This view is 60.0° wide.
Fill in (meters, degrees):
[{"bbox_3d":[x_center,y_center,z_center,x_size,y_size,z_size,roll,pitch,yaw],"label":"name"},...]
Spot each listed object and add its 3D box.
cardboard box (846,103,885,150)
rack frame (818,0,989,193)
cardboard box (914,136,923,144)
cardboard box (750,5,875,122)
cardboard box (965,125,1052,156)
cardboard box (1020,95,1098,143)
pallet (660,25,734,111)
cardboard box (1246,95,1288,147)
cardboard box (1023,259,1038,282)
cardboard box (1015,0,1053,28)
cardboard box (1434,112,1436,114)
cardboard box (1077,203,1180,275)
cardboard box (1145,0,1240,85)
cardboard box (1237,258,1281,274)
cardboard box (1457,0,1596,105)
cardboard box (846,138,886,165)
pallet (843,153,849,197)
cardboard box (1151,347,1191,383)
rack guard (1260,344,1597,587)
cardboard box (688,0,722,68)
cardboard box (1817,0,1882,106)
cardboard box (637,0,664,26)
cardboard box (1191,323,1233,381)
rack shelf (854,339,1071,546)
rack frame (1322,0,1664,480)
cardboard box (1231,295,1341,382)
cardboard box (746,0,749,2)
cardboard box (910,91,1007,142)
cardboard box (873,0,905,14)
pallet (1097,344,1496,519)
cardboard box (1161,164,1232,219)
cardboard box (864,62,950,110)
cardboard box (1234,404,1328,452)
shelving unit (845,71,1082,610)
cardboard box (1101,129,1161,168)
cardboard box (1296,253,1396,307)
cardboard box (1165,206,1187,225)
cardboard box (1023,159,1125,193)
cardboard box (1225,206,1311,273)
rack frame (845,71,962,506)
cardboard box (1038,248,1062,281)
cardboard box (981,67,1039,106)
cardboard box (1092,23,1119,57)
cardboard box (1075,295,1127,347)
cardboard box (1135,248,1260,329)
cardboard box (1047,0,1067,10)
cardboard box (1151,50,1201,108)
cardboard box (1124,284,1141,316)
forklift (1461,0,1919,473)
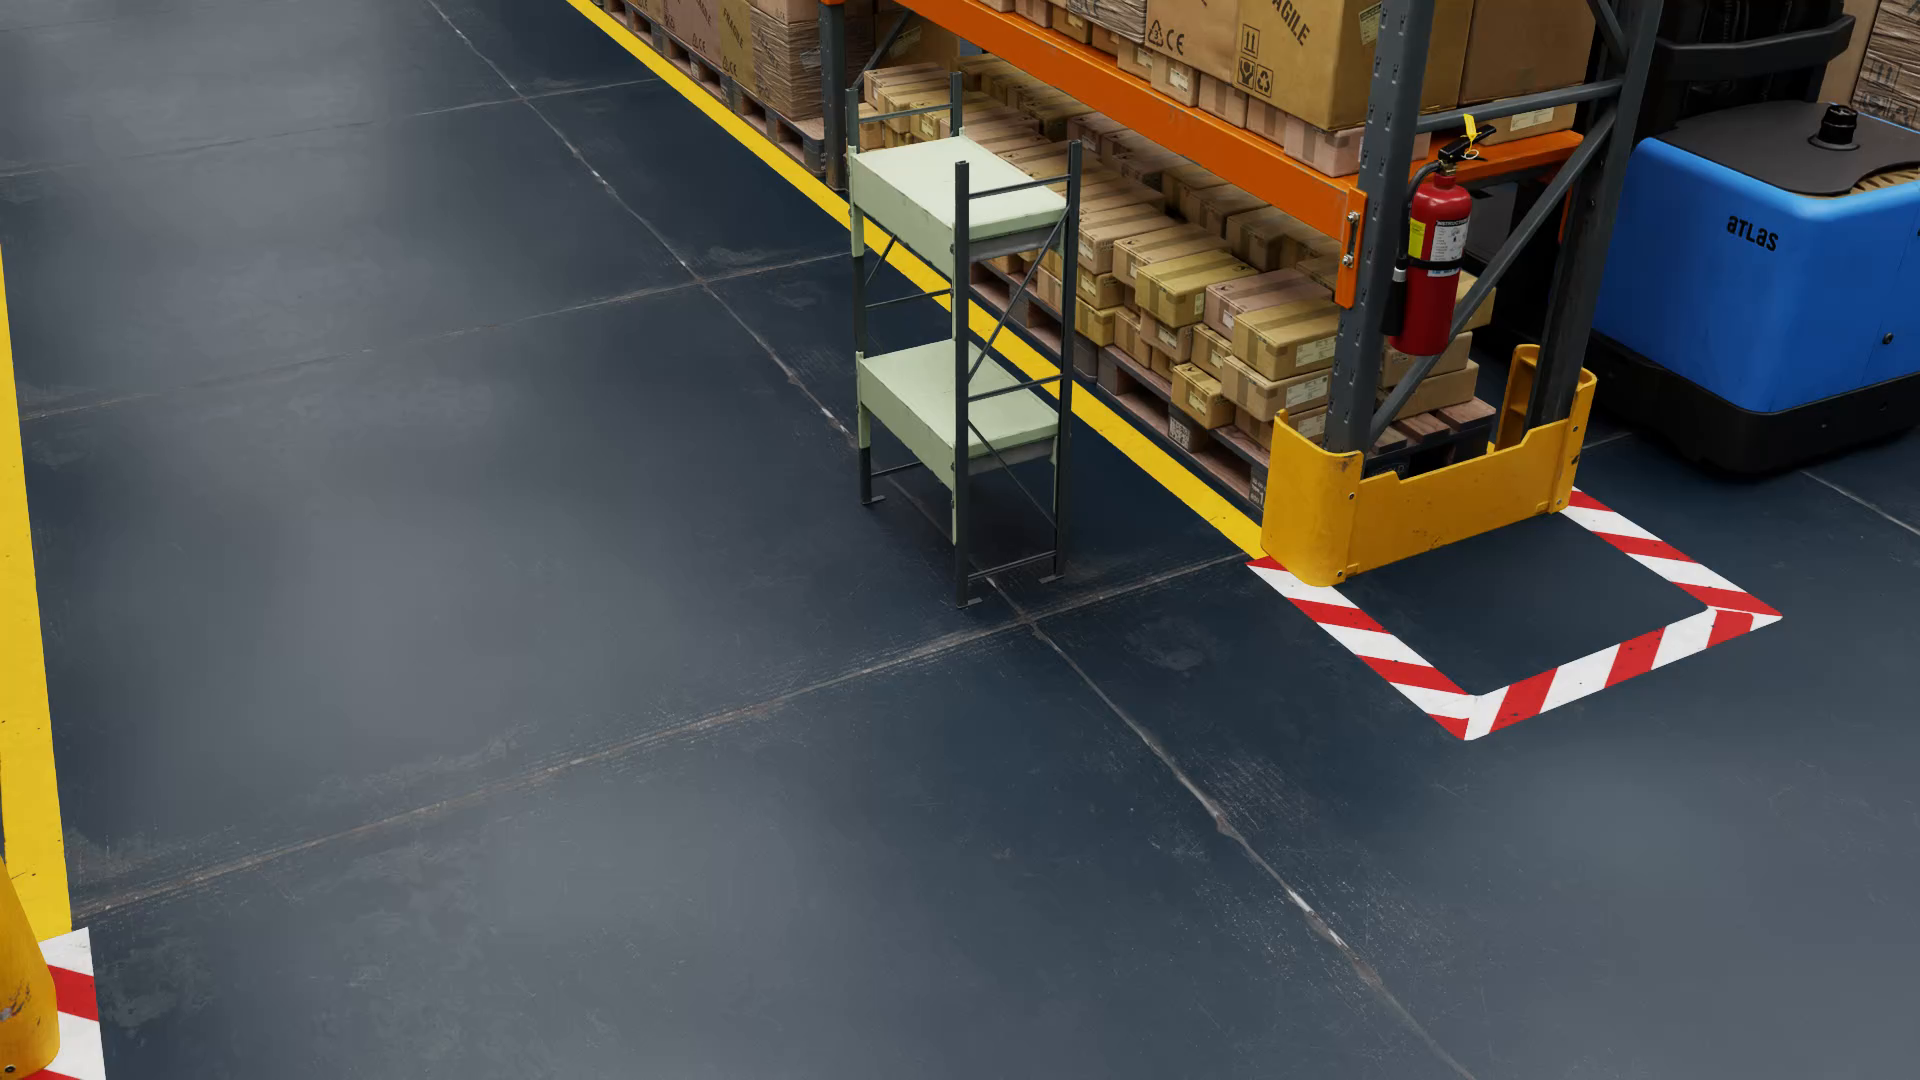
[{"bbox_3d":[-0.337,-2.043,8.137,0.380,0.149,0.250,-14,35,-21],"label":"cardboard box"},{"bbox_3d":[-0.223,-3.195,7.957,1.000,3.000,0.127,-16,36,-23],"label":"rack frame"},{"bbox_3d":[0.006,-1.838,7.816,0.380,0.149,0.250,-16,36,-23],"label":"cardboard box"},{"bbox_3d":[-0.791,-2.609,8.970,0.500,0.500,0.500,-17,36,-24],"label":"cardboard box"},{"bbox_3d":[0.180,-1.690,7.310,0.380,0.149,0.250,-15,36,-22],"label":"cardboard box"},{"bbox_3d":[0.502,-1.945,7.708,0.380,0.149,0.250,-15,35,-22],"label":"cardboard box"},{"bbox_3d":[-1.160,-2.975,10.198,1.003,0.211,1.213,-16,36,-23],"label":"pallet"},{"bbox_3d":[1.157,-1.393,5.377,0.380,0.149,0.250,-16,36,-23],"label":"cardboard box"},{"bbox_3d":[0.493,-1.202,7.099,0.380,0.149,0.250,-15,36,-22],"label":"cardboard box"},{"bbox_3d":[0.442,-2.140,6.542,0.380,0.149,0.250,-14,35,-21],"label":"cardboard box"},{"bbox_3d":[1.625,-1.529,5.588,0.380,0.149,0.250,-15,35,-21],"label":"cardboard box"},{"bbox_3d":[0.632,-1.182,6.516,0.380,0.149,0.250,-15,35,-21],"label":"cardboard box"},{"bbox_3d":[0.969,-1.851,5.489,0.500,0.500,0.500,-16,36,-24],"label":"cardboard box"},{"bbox_3d":[1.331,-1.092,6.651,0.380,0.149,0.250,-15,35,-22],"label":"cardboard box"},{"bbox_3d":[1.677,-1.737,5.313,0.500,0.500,0.500,-14,35,-21],"label":"cardboard box"},{"bbox_3d":[-0.338,-1.917,8.215,0.380,0.149,0.250,-18,37,-25],"label":"cardboard box"},{"bbox_3d":[0.121,-1.710,8.223,1.003,0.211,1.213,-16,36,-23],"label":"pallet"},{"bbox_3d":[0.955,-0.707,6.326,0.380,0.149,0.250,-16,36,-23],"label":"cardboard box"},{"bbox_3d":[1.606,-0.270,5.708,1.175,0.500,0.348,-16,36,-23],"label":"rack guard"},{"bbox_3d":[-1.265,-3.100,9.736,0.500,0.500,0.500,-17,36,-24],"label":"cardboard box"},{"bbox_3d":[4.868,-2.912,9.095,0.875,0.875,0.875,-16,36,-23],"label":"cardboard box"},{"bbox_3d":[-1.747,-3.588,10.497,0.500,0.500,0.500,-15,36,-23],"label":"cardboard box"},{"bbox_3d":[1.069,-0.706,6.050,0.380,0.149,0.250,-17,36,-24],"label":"cardboard box"},{"bbox_3d":[-0.003,-0.360,5.526,0.431,0.370,0.720,-16,36,-23],"label":"rack shelf"},{"bbox_3d":[1.642,-1.286,4.977,1.000,3.000,0.127,-16,36,-23],"label":"rack frame"},{"bbox_3d":[1.171,-0.702,5.767,0.380,0.149,0.250,-15,36,-23],"label":"cardboard box"},{"bbox_3d":[-1.022,-3.176,9.159,0.500,0.250,0.500,-14,35,-21],"label":"cardboard box"},{"bbox_3d":[-0.008,-1.951,7.717,0.380,0.149,0.250,-16,36,-24],"label":"cardboard box"},{"bbox_3d":[-0.334,-3.054,8.970,0.500,0.250,0.500,-18,37,-25],"label":"cardboard box"},{"bbox_3d":[1.259,-0.545,6.405,1.003,0.211,1.213,-16,36,-23],"label":"pallet"},{"bbox_3d":[1.067,-1.472,6.969,0.380,0.149,0.250,-15,36,-22],"label":"cardboard box"},{"bbox_3d":[-0.246,-2.206,8.114,0.380,0.149,0.250,-14,35,-21],"label":"cardboard box"},{"bbox_3d":[1.212,-0.462,5.943,0.380,0.149,0.250,-15,36,-22],"label":"cardboard box"},{"bbox_3d":[-0.003,-0.635,5.350,0.431,1.500,0.755,-16,36,-23],"label":"shelving unit"},{"bbox_3d":[0.846,-1.714,7.347,0.380,0.149,0.250,-17,36,-25],"label":"cardboard box"},{"bbox_3d":[1.463,-0.950,6.154,0.380,0.149,0.250,-15,36,-22],"label":"cardboard box"},{"bbox_3d":[0.960,-1.314,6.997,0.380,0.149,0.250,-14,35,-21],"label":"cardboard box"},{"bbox_3d":[0.460,-1.453,6.940,0.380,0.149,0.250,-16,36,-23],"label":"cardboard box"},{"bbox_3d":[1.270,-1.200,6.545,0.380,0.149,0.250,-18,37,-25],"label":"cardboard box"},{"bbox_3d":[-0.174,-0.809,5.623,0.400,1.500,0.023,-16,36,-23],"label":"rack frame"},{"bbox_3d":[0.543,-1.187,6.799,0.380,0.149,0.250,-14,35,-21],"label":"cardboard box"},{"bbox_3d":[0.327,-2.206,8.115,0.380,0.149,0.250,-15,36,-23],"label":"cardboard box"},{"bbox_3d":[0.717,-1.902,6.171,0.380,0.149,0.250,-17,37,-25],"label":"cardboard box"},{"bbox_3d":[0.654,-0.927,6.670,0.380,0.149,0.250,-18,37,-25],"label":"cardboard box"},{"bbox_3d":[0.871,-0.928,6.120,0.380,0.149,0.250,-17,36,-24],"label":"cardboard box"},{"bbox_3d":[0.501,-2.331,6.239,0.500,0.500,0.500,-14,35,-21],"label":"cardboard box"},{"bbox_3d":[0.887,-1.625,5.739,0.380,0.149,0.250,-15,36,-22],"label":"cardboard box"},{"bbox_3d":[0.865,-0.970,6.461,0.380,0.149,0.250,-16,36,-24],"label":"cardboard box"},{"bbox_3d":[2.612,-2.253,6.549,1.130,2.935,3.031,-15,35,-21],"label":"forklift"}]
